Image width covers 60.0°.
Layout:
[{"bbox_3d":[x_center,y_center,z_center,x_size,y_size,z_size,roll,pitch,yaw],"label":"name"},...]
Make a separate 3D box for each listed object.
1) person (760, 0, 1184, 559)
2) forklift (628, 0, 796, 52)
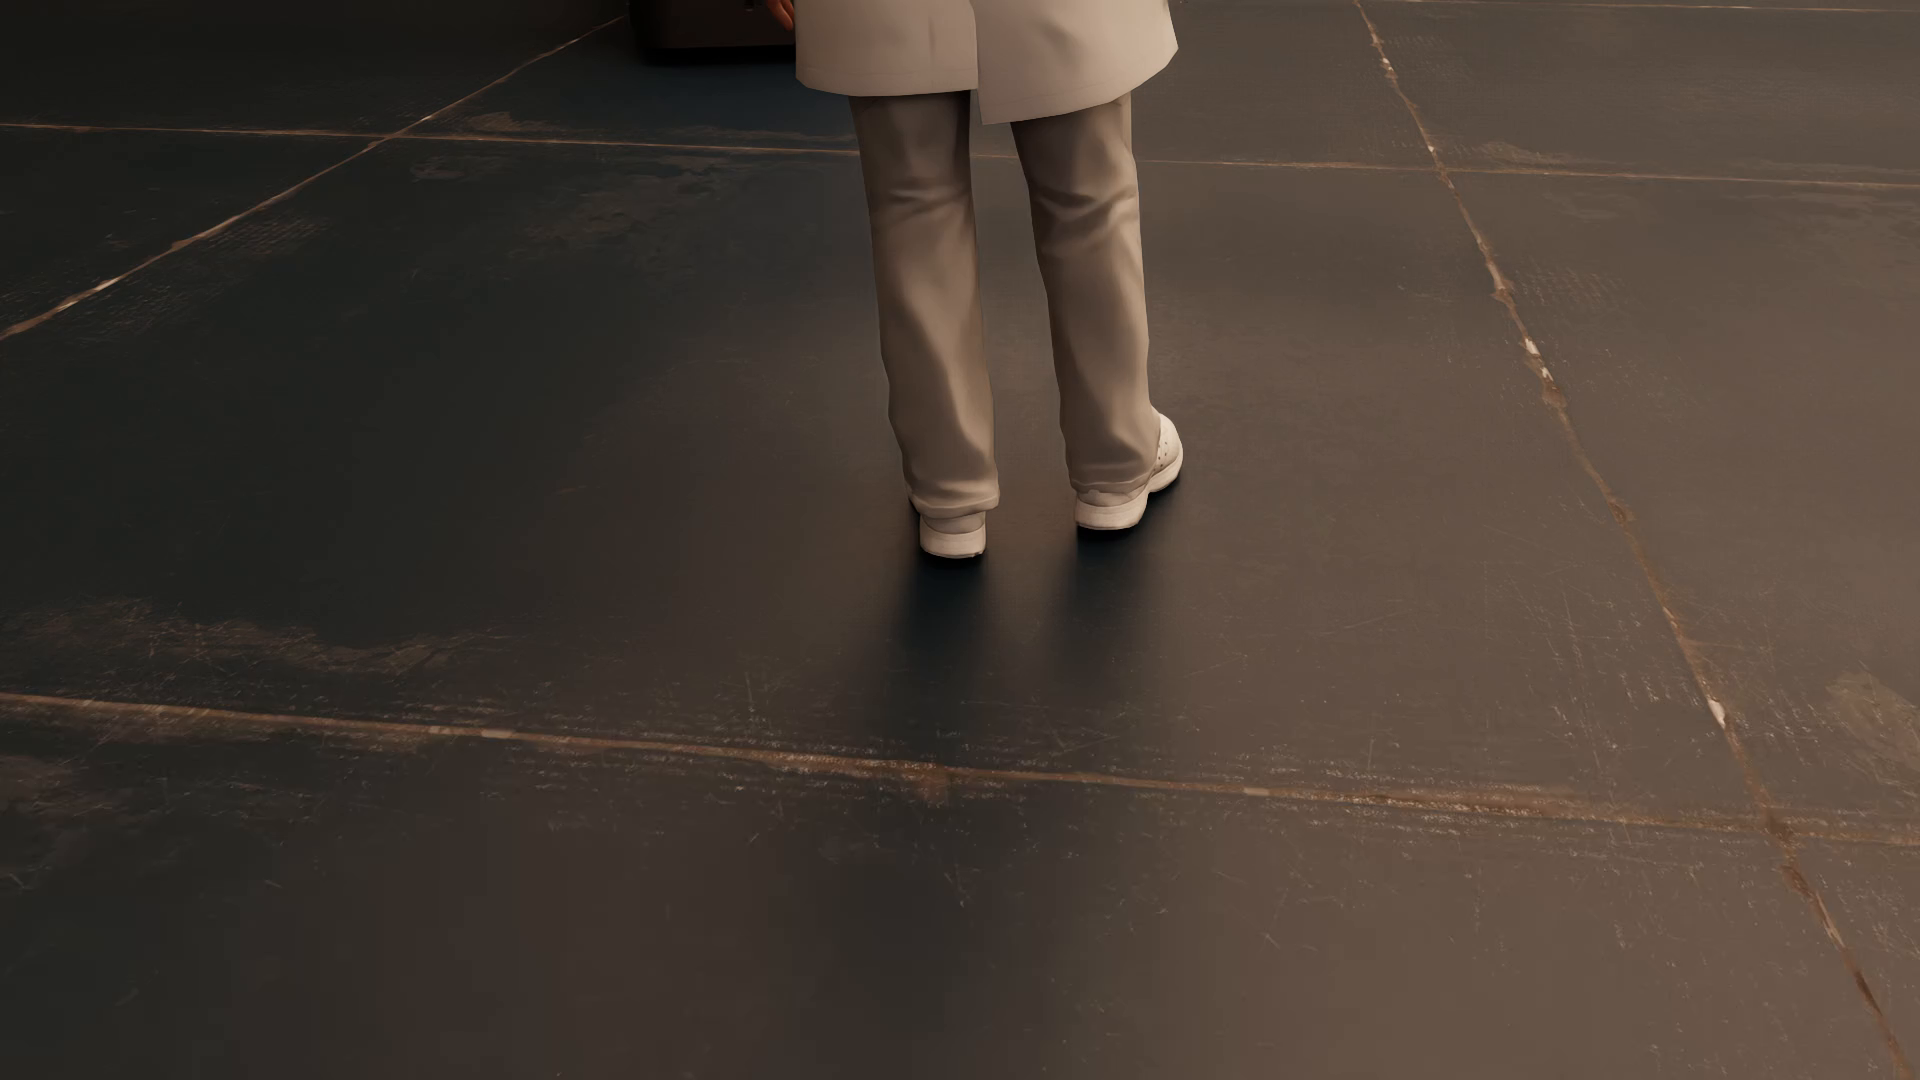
[{"bbox_3d":[0.017,-0.842,2.179,0.696,1.776,0.581,3,27,7],"label":"person"},{"bbox_3d":[-0.837,-3.638,6.509,1.130,2.935,3.031,-4,27,-9],"label":"forklift"}]
